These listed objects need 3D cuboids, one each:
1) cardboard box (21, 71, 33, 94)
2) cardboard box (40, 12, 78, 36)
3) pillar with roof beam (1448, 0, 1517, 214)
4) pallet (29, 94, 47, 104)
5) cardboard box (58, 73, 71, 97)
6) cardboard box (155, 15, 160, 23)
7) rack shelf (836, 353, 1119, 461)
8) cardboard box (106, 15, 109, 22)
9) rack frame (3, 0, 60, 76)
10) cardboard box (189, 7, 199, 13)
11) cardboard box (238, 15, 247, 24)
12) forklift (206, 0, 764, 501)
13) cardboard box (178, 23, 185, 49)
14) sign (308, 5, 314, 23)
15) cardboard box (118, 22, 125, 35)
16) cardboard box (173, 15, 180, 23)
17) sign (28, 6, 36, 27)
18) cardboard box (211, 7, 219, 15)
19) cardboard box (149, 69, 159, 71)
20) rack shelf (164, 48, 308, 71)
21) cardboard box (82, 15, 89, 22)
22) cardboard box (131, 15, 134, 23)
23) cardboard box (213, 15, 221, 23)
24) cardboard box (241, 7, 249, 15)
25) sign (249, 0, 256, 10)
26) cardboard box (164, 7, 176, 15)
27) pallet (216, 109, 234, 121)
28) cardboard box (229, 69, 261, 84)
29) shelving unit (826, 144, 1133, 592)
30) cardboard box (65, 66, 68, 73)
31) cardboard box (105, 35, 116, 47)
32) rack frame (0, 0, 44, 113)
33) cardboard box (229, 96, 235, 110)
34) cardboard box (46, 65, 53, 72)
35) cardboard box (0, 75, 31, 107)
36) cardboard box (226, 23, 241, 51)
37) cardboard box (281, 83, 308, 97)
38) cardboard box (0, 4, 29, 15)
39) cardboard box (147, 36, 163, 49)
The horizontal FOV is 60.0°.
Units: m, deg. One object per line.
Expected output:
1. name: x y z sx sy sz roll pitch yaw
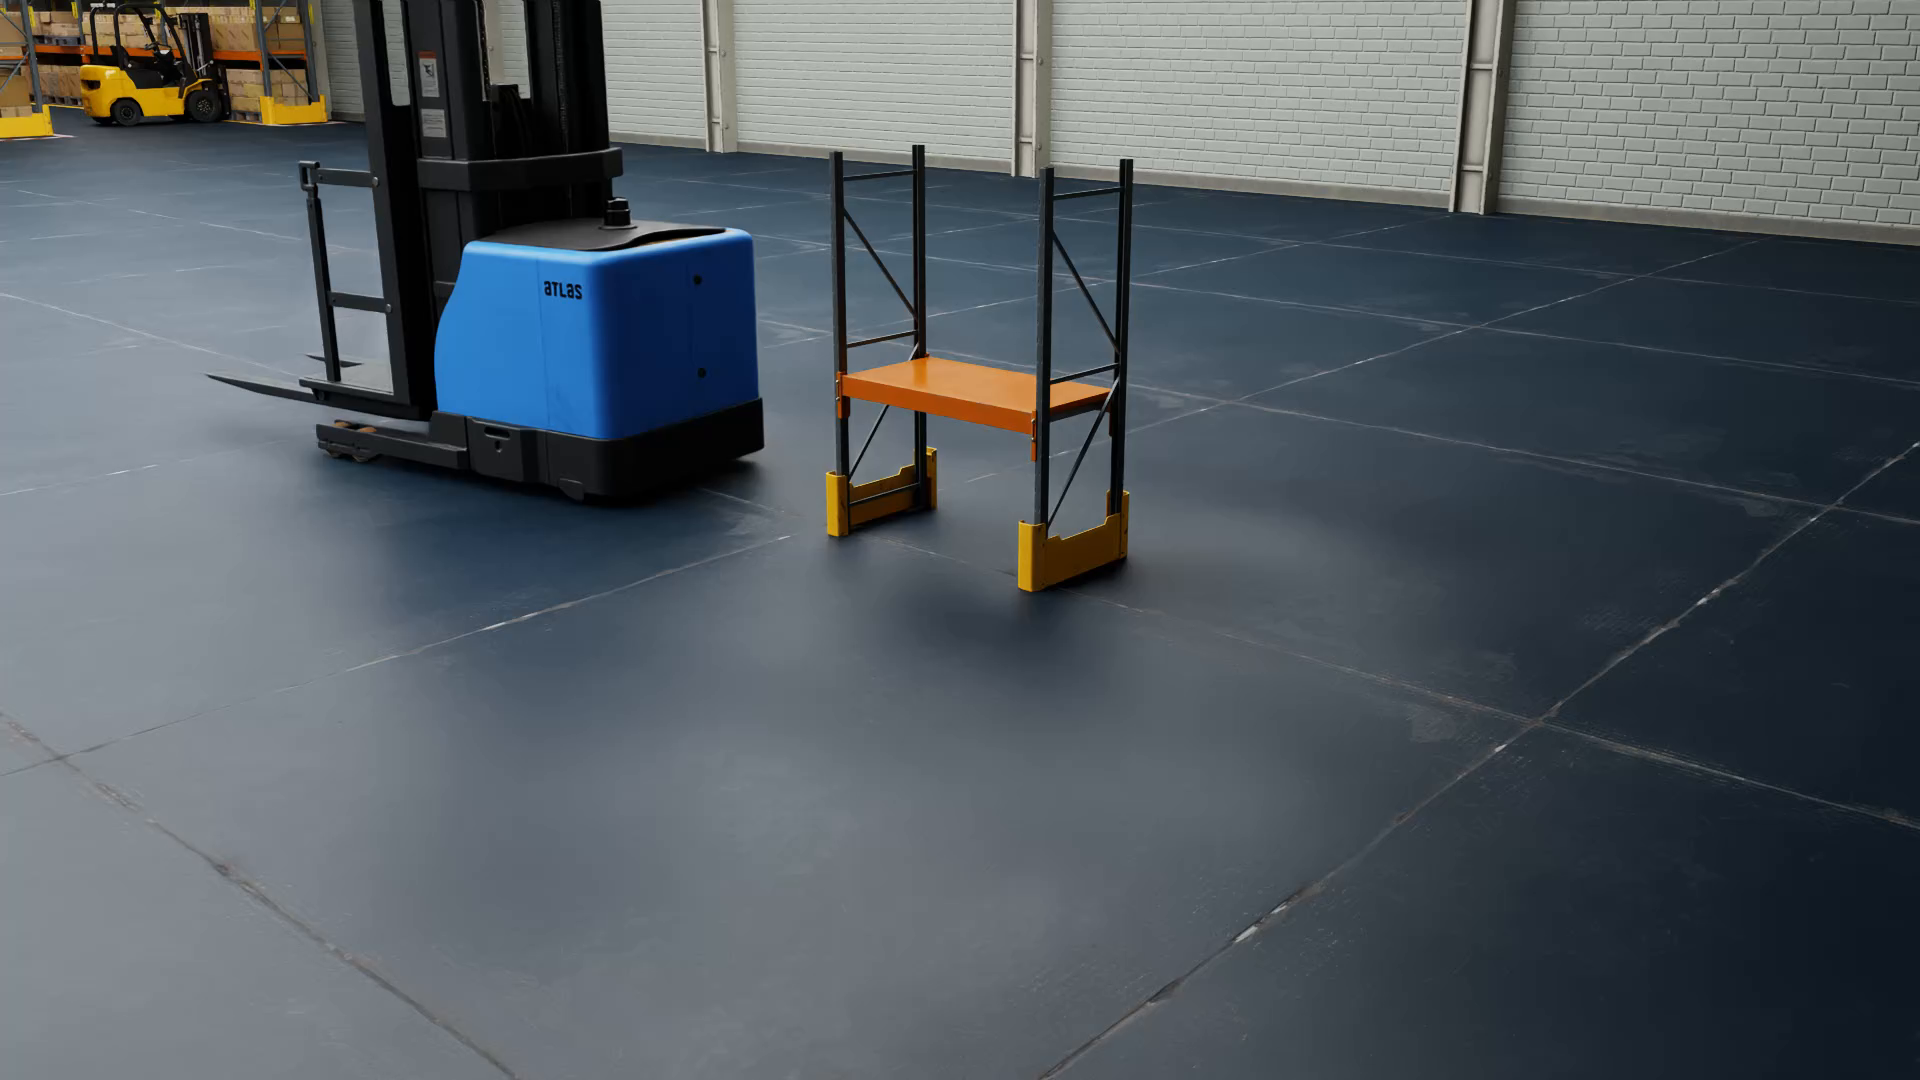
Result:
1. cardboard box: -21.399 -10.629 38.584 0.500 0.500 0.500 16 24 42
2. cardboard box: -19.964 -11.501 37.027 0.637 0.503 0.797 14 23 38
3. pillar with roof beam: 2.534 -6.770 13.066 0.400 9.000 9.100 15 23 39
4. pallet: -20.978 -10.285 38.670 1.213 0.211 1.003 15 23 39
5. cardboard box: -19.839 -10.218 37.287 0.500 0.500 0.500 16 24 42
6. cardboard box: -16.031 -10.538 33.619 0.250 0.149 0.380 16 24 41
7. rack shelf: 0.064 -0.526 6.385 1.000 0.185 0.538 15 23 39
8. cardboard box: -17.756 -10.999 35.074 0.250 0.149 0.380 15 23 40
9. rack frame: -21.612 -11.769 38.736 0.127 3.000 1.000 15 23 39
10. cardboard box: -14.798 -10.328 32.466 0.250 0.149 0.380 15 23 38
11. cardboard box: -13.293 -9.767 31.191 0.250 0.149 0.380 16 23 40
12. forklift: -2.430 -1.879 7.687 3.031 2.935 1.130 11 21 31
13. cardboard box: -15.069 -9.961 32.875 0.500 0.500 0.500 16 23 40
14. sign: -12.264 -9.934 31.393 0.005 0.325 0.100 15 23 39
15. cardboard box: -17.298 -10.681 34.730 0.500 0.250 0.500 15 23 40
16. cardboard box: -15.370 -10.344 33.009 0.250 0.149 0.380 16 23 41
17. sign: -15.568 -8.771 27.859 0.005 0.325 0.100 15 23 39
18. cardboard box: -14.065 -10.116 31.798 0.250 0.149 0.380 16 23 40
19. cardboard box: -17.165 -9.641 35.263 0.625 0.625 0.875 14 22 37
20. rack shelf: -14.132 -9.418 32.518 4.000 0.370 1.077 15 23 39
21. cardboard box: -18.577 -11.192 35.680 0.250 0.149 0.380 16 24 41
22. cardboard box: -16.823 -10.736 34.244 0.250 0.149 0.380 14 23 38
23. cardboard box: -14.057 -9.974 31.844 0.250 0.149 0.380 15 23 40
24. cardboard box: -13.249 -9.925 31.196 0.250 0.149 0.380 15 23 39
25. sign: -13.007 -9.904 30.555 0.005 0.325 0.100 15 23 39
26. cardboard box: -15.587 -10.530 33.103 0.250 0.149 0.380 16 23 40
27. pallet: -14.144 -8.419 32.791 1.213 0.211 1.003 15 23 39
28. cardboard box: -13.574 -8.849 31.733 0.500 0.250 0.500 16 23 40
29. shelving unit: 0.057 -0.700 6.337 1.083 1.500 0.587 15 23 39
30. cardboard box: -19.717 -10.499 37.102 0.250 0.149 0.380 16 24 41
31. cardboard box: -17.687 -10.546 35.130 0.500 0.250 0.500 14 22 38
32. rack frame: -15.928 -8.236 27.603 0.127 3.000 1.000 15 23 39
33. cardboard box: -13.931 -8.476 32.213 0.500 0.250 0.500 15 23 40
34. cardboard box: -20.502 -10.706 37.754 0.250 0.149 0.380 16 24 41
35. cardboard box: -16.366 -7.712 28.564 0.500 0.500 0.500 14 22 37
36. cardboard box: -13.561 -9.553 31.588 0.500 0.500 0.500 16 24 41
37. cardboard box: -12.850 -8.629 31.866 0.500 0.250 0.500 16 23 40
38. cardboard box: -22.549 -12.556 39.732 0.500 0.500 0.500 14 23 38
39. cardboard box: -16.179 -10.133 33.829 0.500 0.250 0.500 16 23 40
